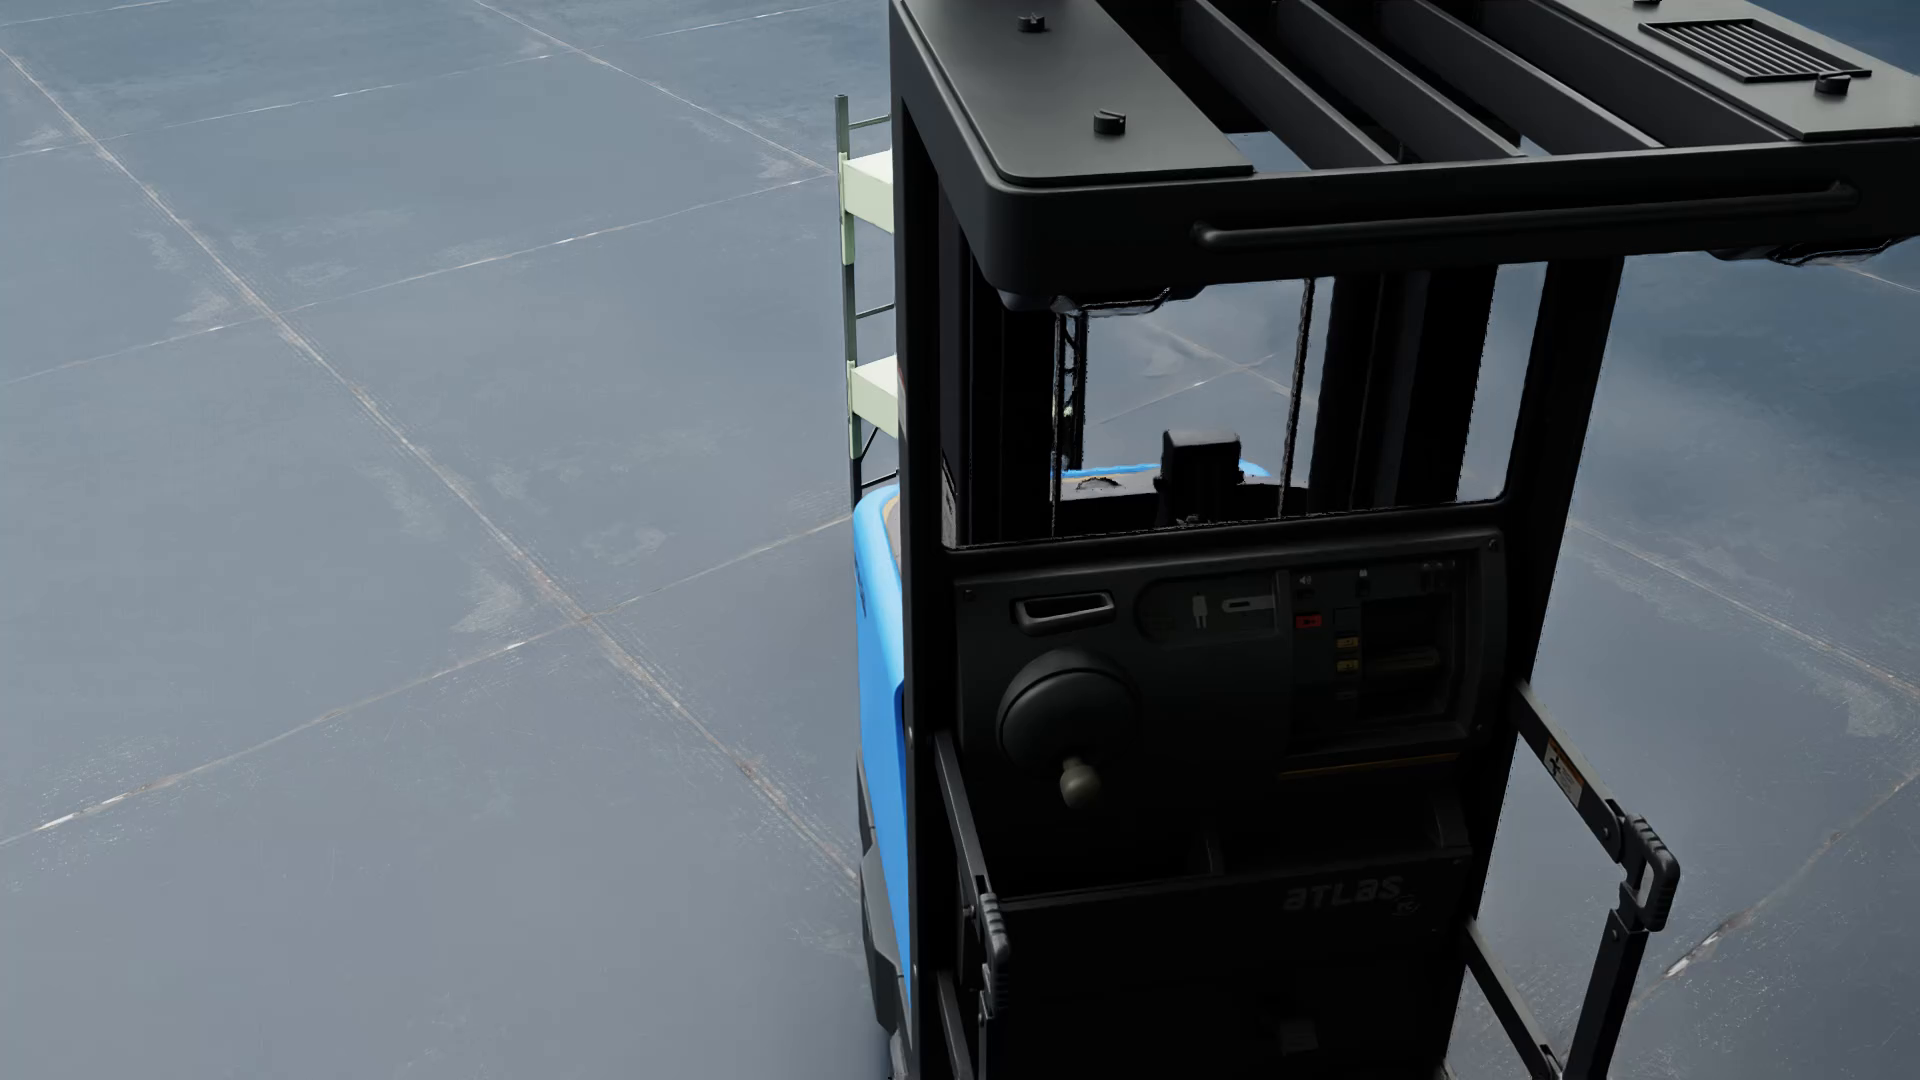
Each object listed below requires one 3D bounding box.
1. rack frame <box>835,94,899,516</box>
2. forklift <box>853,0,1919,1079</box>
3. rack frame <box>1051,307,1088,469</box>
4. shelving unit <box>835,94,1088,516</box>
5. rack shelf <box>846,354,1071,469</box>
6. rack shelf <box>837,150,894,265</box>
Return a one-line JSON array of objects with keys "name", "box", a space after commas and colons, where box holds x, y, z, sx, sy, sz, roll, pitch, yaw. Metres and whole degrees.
[{"name": "rack frame", "box": [-0.220, -0.787, 5.595, 0.400, 1.500, 0.023, -22, 38, -31]}, {"name": "forklift", "box": [0.491, 0.261, 2.551, 1.130, 2.935, 3.031, -5, 32, -8]}, {"name": "rack frame", "box": [0.229, -0.482, 5.104, 0.400, 1.500, 0.023, -22, 38, -31]}, {"name": "shelving unit", "box": [0.004, -0.634, 5.350, 0.431, 1.500, 0.755, -22, 38, -31]}, {"name": "rack shelf", "box": [0.004, -0.357, 5.522, 0.431, 0.370, 0.720, -22, 38, -31]}, {"name": "rack shelf", "box": [0.004, -0.966, 5.144, 0.431, 0.370, 0.720, -22, 38, -31]}]
